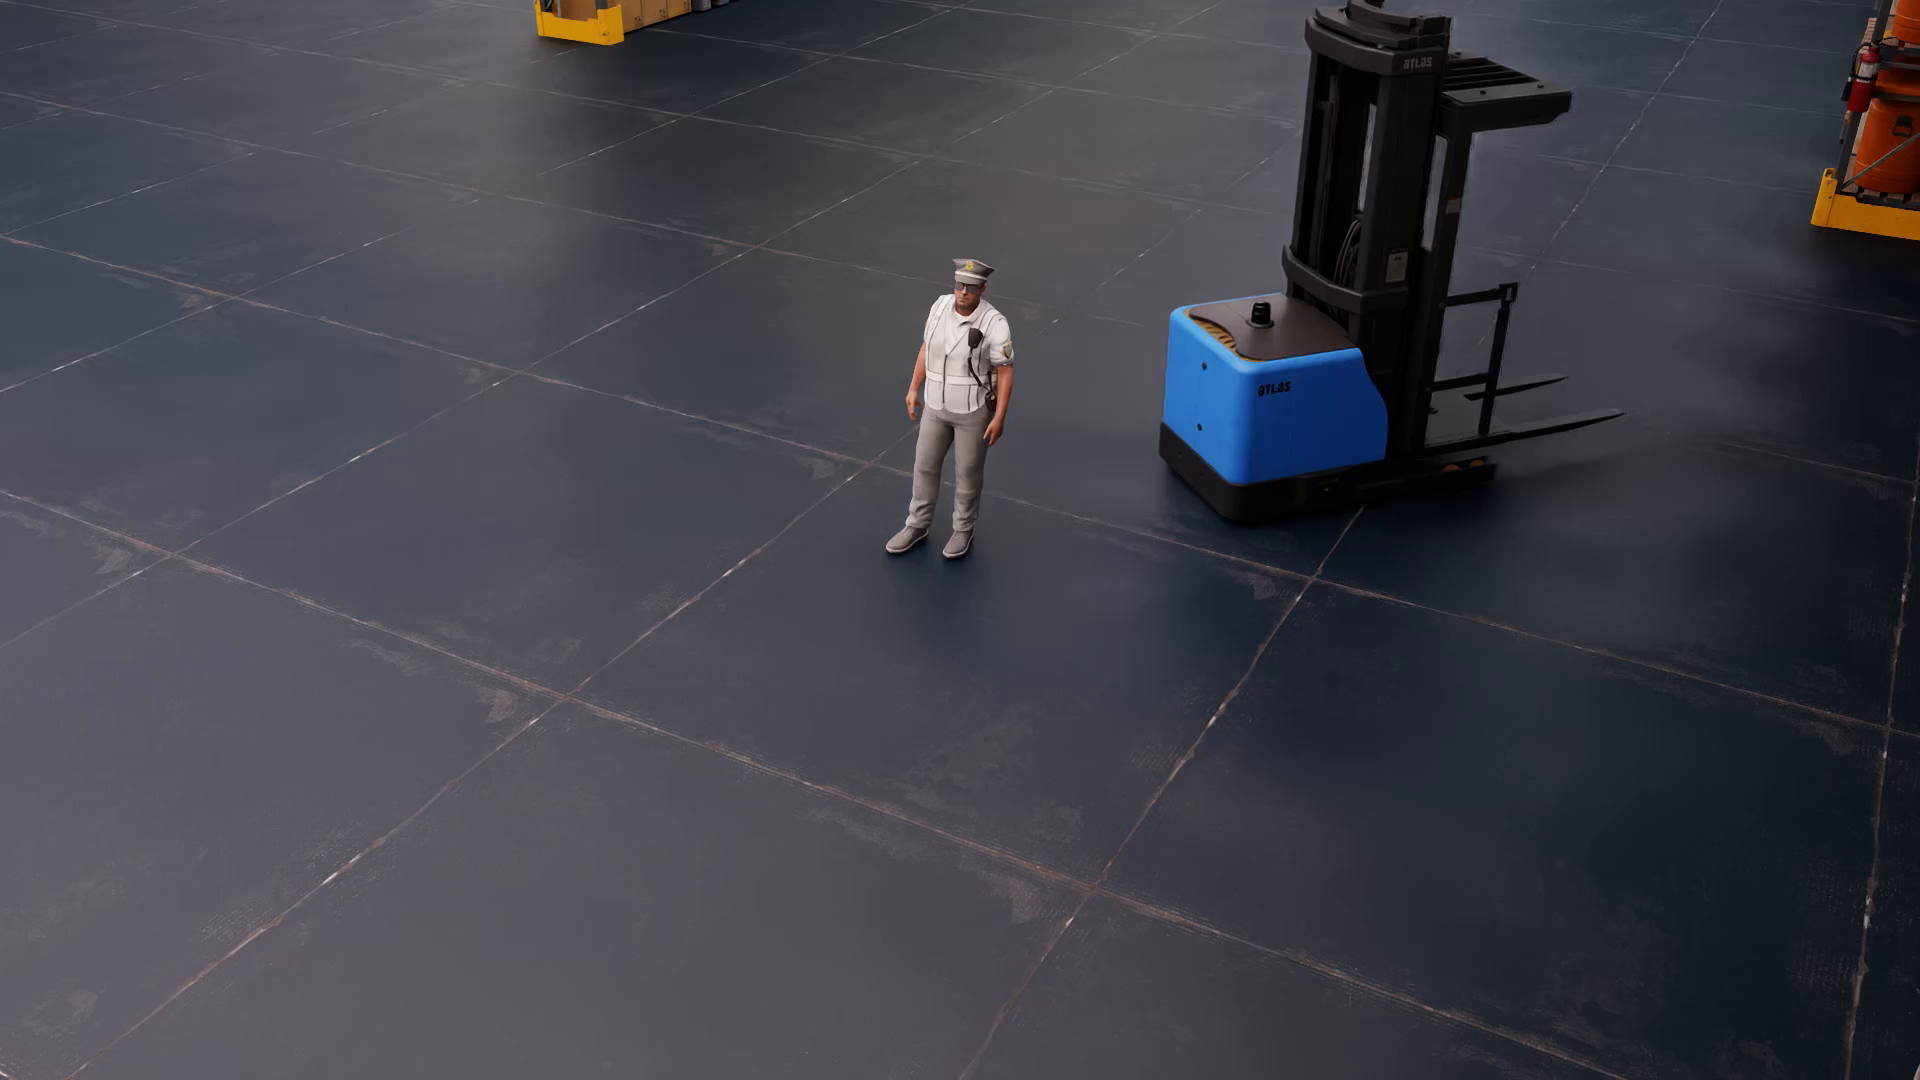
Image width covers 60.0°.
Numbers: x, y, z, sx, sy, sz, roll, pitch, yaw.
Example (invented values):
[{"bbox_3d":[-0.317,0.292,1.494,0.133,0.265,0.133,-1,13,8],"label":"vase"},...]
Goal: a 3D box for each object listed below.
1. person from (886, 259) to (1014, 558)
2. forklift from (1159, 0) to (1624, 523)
[{"bbox_3d":[-0.048,-0.747,9.500,0.640,1.781,0.575,15,33,25],"label":"person"},{"bbox_3d":[2.867,-1.816,10.217,3.031,2.935,1.130,-10,32,-17],"label":"forklift"}]
